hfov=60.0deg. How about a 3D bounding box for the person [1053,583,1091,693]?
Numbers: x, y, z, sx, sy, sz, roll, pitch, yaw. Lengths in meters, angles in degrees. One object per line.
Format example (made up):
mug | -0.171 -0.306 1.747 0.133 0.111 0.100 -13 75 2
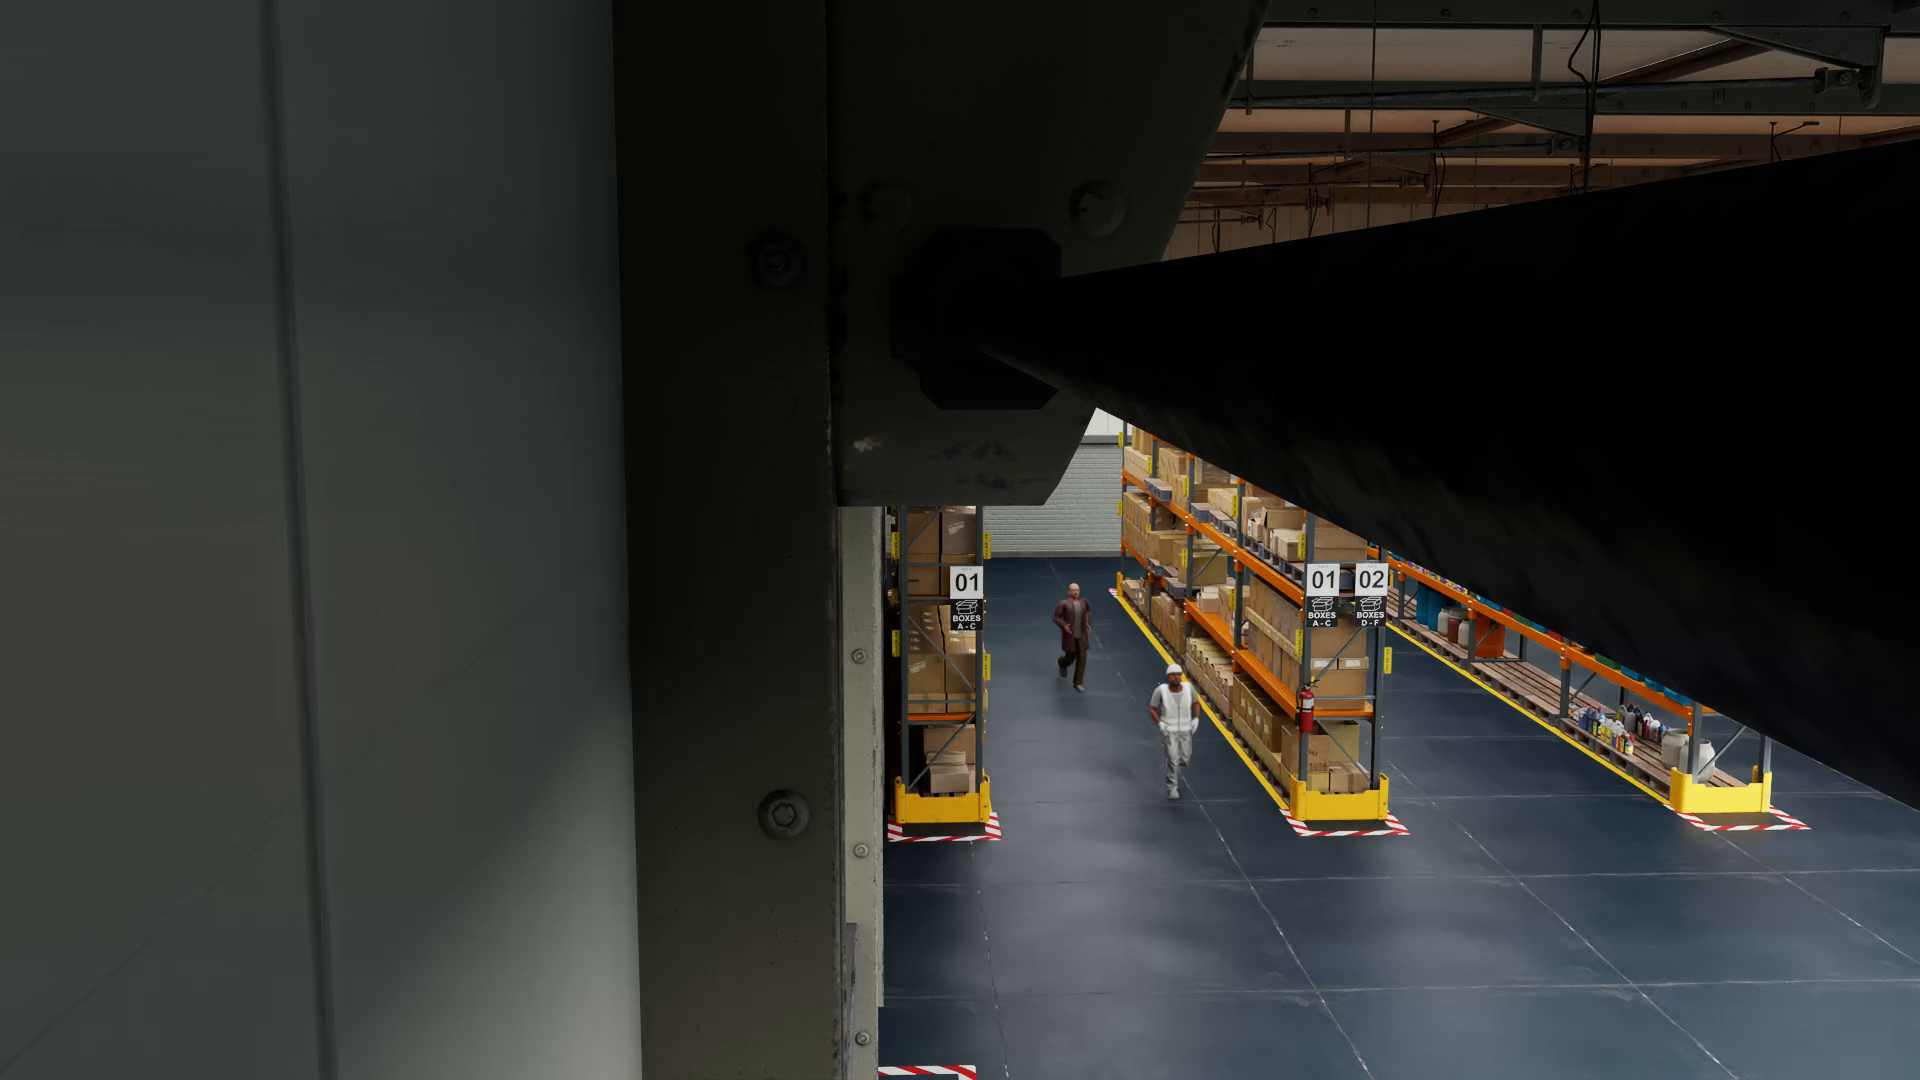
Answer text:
person | 1.893 1.613 27.647 0.712 1.722 0.918 -2 8 -17

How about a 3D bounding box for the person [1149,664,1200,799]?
person | 2.783 2.450 21.602 0.685 1.756 0.678 -1 8 -8
